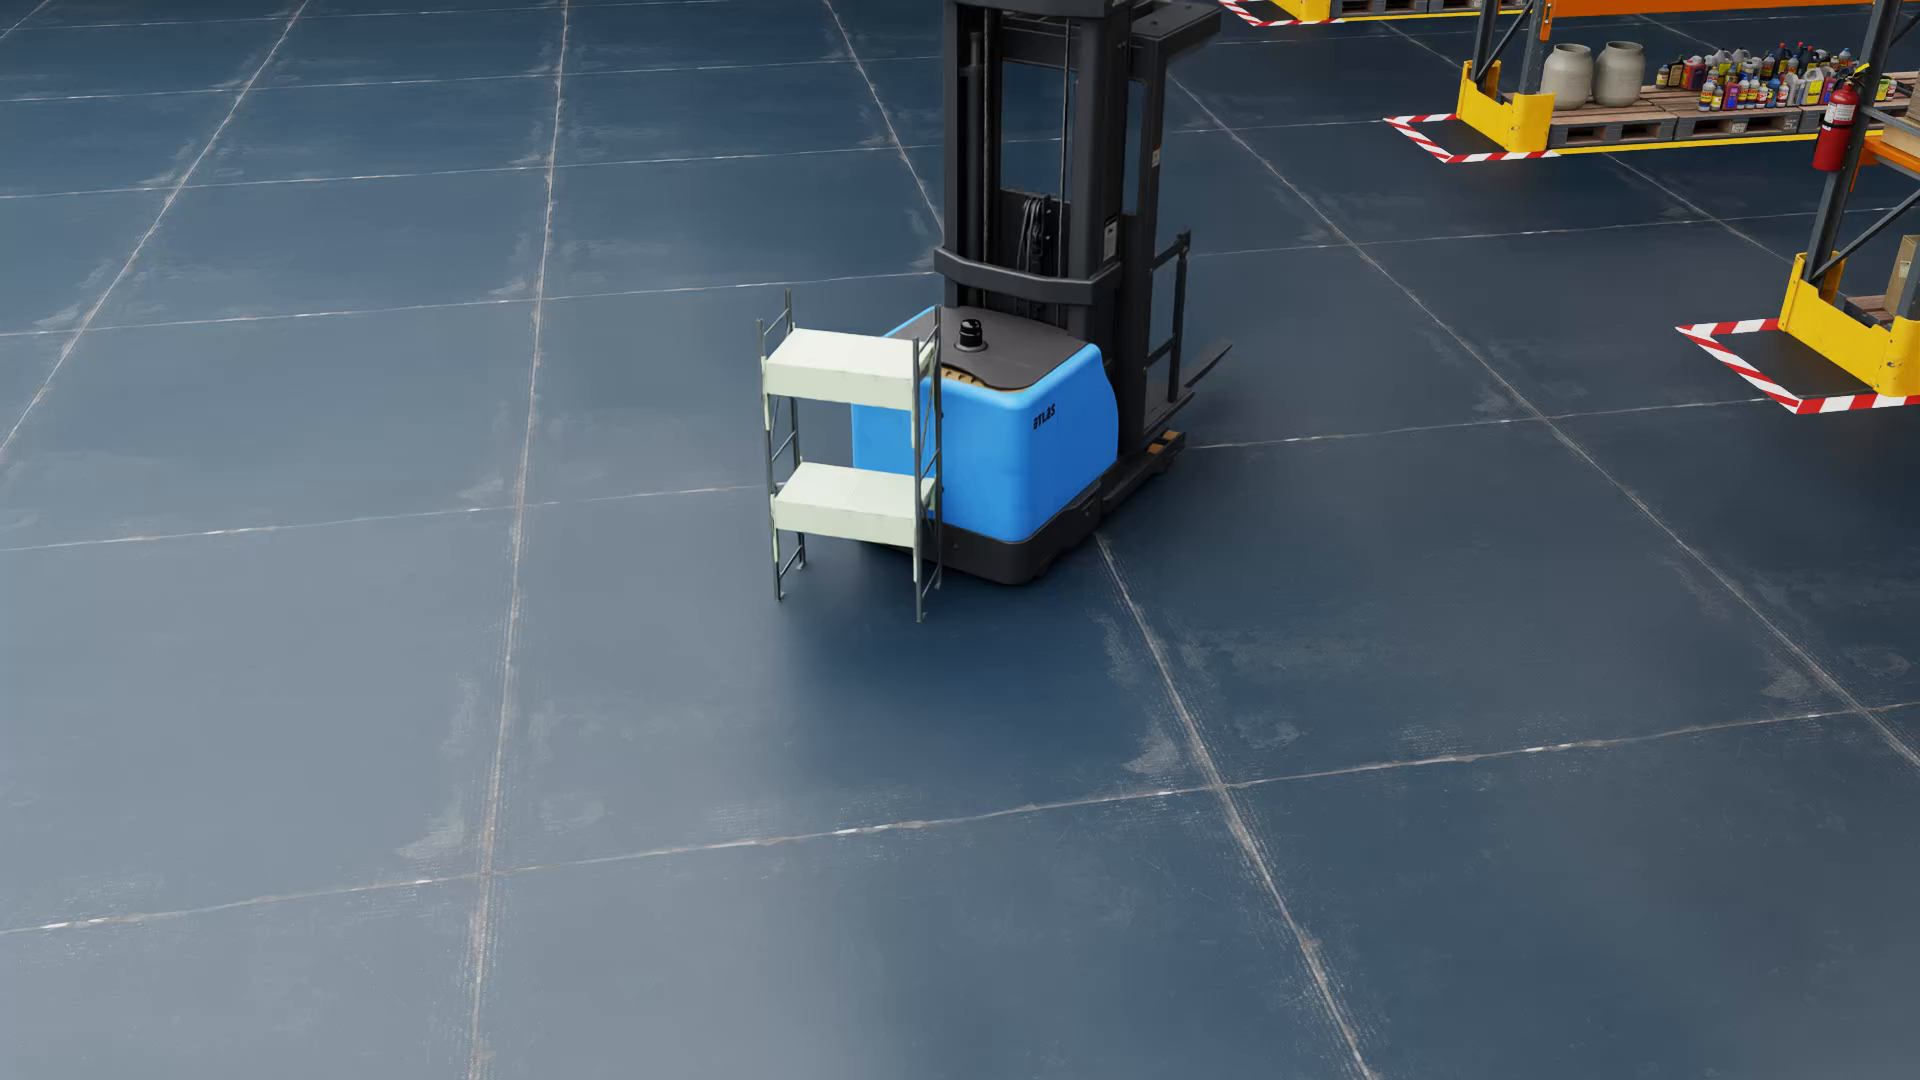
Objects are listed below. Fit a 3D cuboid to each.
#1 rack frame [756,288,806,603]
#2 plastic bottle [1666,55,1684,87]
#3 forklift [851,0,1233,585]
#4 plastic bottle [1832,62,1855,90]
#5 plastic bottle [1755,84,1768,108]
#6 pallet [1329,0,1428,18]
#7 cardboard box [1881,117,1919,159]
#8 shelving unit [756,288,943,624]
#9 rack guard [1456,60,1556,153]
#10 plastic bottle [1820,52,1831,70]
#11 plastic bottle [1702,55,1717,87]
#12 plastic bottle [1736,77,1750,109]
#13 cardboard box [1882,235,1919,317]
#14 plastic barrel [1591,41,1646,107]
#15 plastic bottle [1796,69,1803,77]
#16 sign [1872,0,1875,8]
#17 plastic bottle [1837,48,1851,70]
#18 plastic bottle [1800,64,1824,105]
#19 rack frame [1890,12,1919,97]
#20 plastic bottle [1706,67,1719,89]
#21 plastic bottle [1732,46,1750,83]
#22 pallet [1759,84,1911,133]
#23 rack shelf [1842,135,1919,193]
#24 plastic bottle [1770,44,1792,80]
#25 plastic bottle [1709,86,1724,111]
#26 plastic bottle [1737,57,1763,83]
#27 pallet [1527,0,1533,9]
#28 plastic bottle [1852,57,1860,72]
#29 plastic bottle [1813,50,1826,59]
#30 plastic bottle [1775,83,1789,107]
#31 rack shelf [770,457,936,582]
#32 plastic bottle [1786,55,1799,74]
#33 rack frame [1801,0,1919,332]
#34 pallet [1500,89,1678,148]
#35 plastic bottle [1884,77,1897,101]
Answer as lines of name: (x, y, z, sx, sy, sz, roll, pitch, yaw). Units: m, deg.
rack frame: (-0.855, -0.436, 8.012, 0.023, 1.500, 0.400, 8, 31, 13)
plastic bottle: (6.639, -4.361, 15.453, 0.133, 0.283, 0.061, -5, 31, -8)
forklift: (0.637, -1.752, 8.838, 1.130, 2.935, 3.031, 17, 35, 27)
plastic bottle: (7.964, -4.129, 14.993, 0.185, 0.351, 0.144, -7, 31, -11)
plastic bottle: (7.172, -3.979, 14.885, 0.097, 0.201, 0.097, 0, 30, 0)
pallet: (4.655, -6.295, 19.247, 1.213, 0.211, 1.003, -5, 31, -9)
cardboard box: (5.935, -2.488, 10.269, 0.250, 0.149, 0.380, -5, 31, -9)
shelving unit: (-0.502, -0.388, 7.931, 0.755, 1.500, 0.431, 8, 31, 13)
rack guard: (4.866, -3.889, 14.871, 0.348, 0.500, 1.175, -5, 31, -9)
plastic bottle: (8.048, -4.414, 15.542, 0.133, 0.283, 0.061, -5, 31, -9)
plastic bottle: (6.916, -4.360, 15.459, 0.135, 0.276, 0.152, -6, 31, -10)
plastic bottle: (6.976, -3.991, 14.836, 0.097, 0.271, 0.097, 0, 30, 0)
cardboard box: (6.309, -1.619, 10.596, 0.500, 0.500, 0.500, 0, 30, 0)
plastic barrel: (5.926, -4.189, 14.955, 0.421, 0.512, 0.421, 0, 30, 0)
plastic bottle: (7.602, -4.119, 15.042, 0.133, 0.283, 0.061, -5, 31, -9)
sign: (5.611, -3.381, 10.086, 0.005, 0.325, 0.100, -5, 31, -9)
plastic bottle: (8.341, -4.505, 15.709, 0.097, 0.271, 0.097, 0, 30, 0)
plastic bottle: (7.646, -4.100, 14.942, 0.185, 0.351, 0.144, -5, 31, -9)
rack frame: (8.734, -5.302, 14.807, 0.127, 3.000, 1.000, -5, 31, -9)
plastic bottle: (6.957, -4.267, 15.375, 0.097, 0.201, 0.097, 0, 30, 0)
plastic bottle: (7.261, -4.426, 15.498, 0.185, 0.351, 0.144, -6, 31, -9)
pallet: (8.066, -4.059, 15.445, 1.213, 0.211, 1.003, -5, 31, -9)
rack shelf: (7.659, -2.339, 10.479, 4.000, 0.370, 1.077, -5, 31, -9)
plastic bottle: (7.679, -4.465, 15.564, 0.185, 0.351, 0.144, -7, 31, -11)
plastic bottle: (6.741, -3.939, 14.817, 0.097, 0.201, 0.097, 0, 30, 0)
plastic bottle: (7.313, -4.323, 15.395, 0.135, 0.276, 0.152, -5, 31, -9)
pallet: (7.056, -6.518, 19.626, 1.213, 0.211, 1.003, -5, 31, -9)
plastic bottle: (8.126, -4.219, 15.145, 0.185, 0.351, 0.144, -5, 31, -9)
plastic bottle: (8.028, -4.463, 15.634, 0.135, 0.276, 0.152, -4, 31, -7)
plastic bottle: (7.374, -3.998, 14.917, 0.097, 0.201, 0.097, 0, 30, 0)
rack shelf: (-0.502, -0.107, 8.096, 0.720, 0.370, 0.431, 8, 31, 13)
plastic bottle: (7.744, -4.375, 15.488, 0.097, 0.271, 0.097, 0, 30, 0)
rack frame: (5.691, -2.467, 9.986, 0.127, 3.000, 1.000, -5, 31, -9)
pallet: (5.666, -3.836, 15.066, 1.213, 0.211, 1.003, -5, 31, -9)
plastic bottle: (8.433, -4.096, 15.084, 0.097, 0.201, 0.097, 0, 30, 0)
